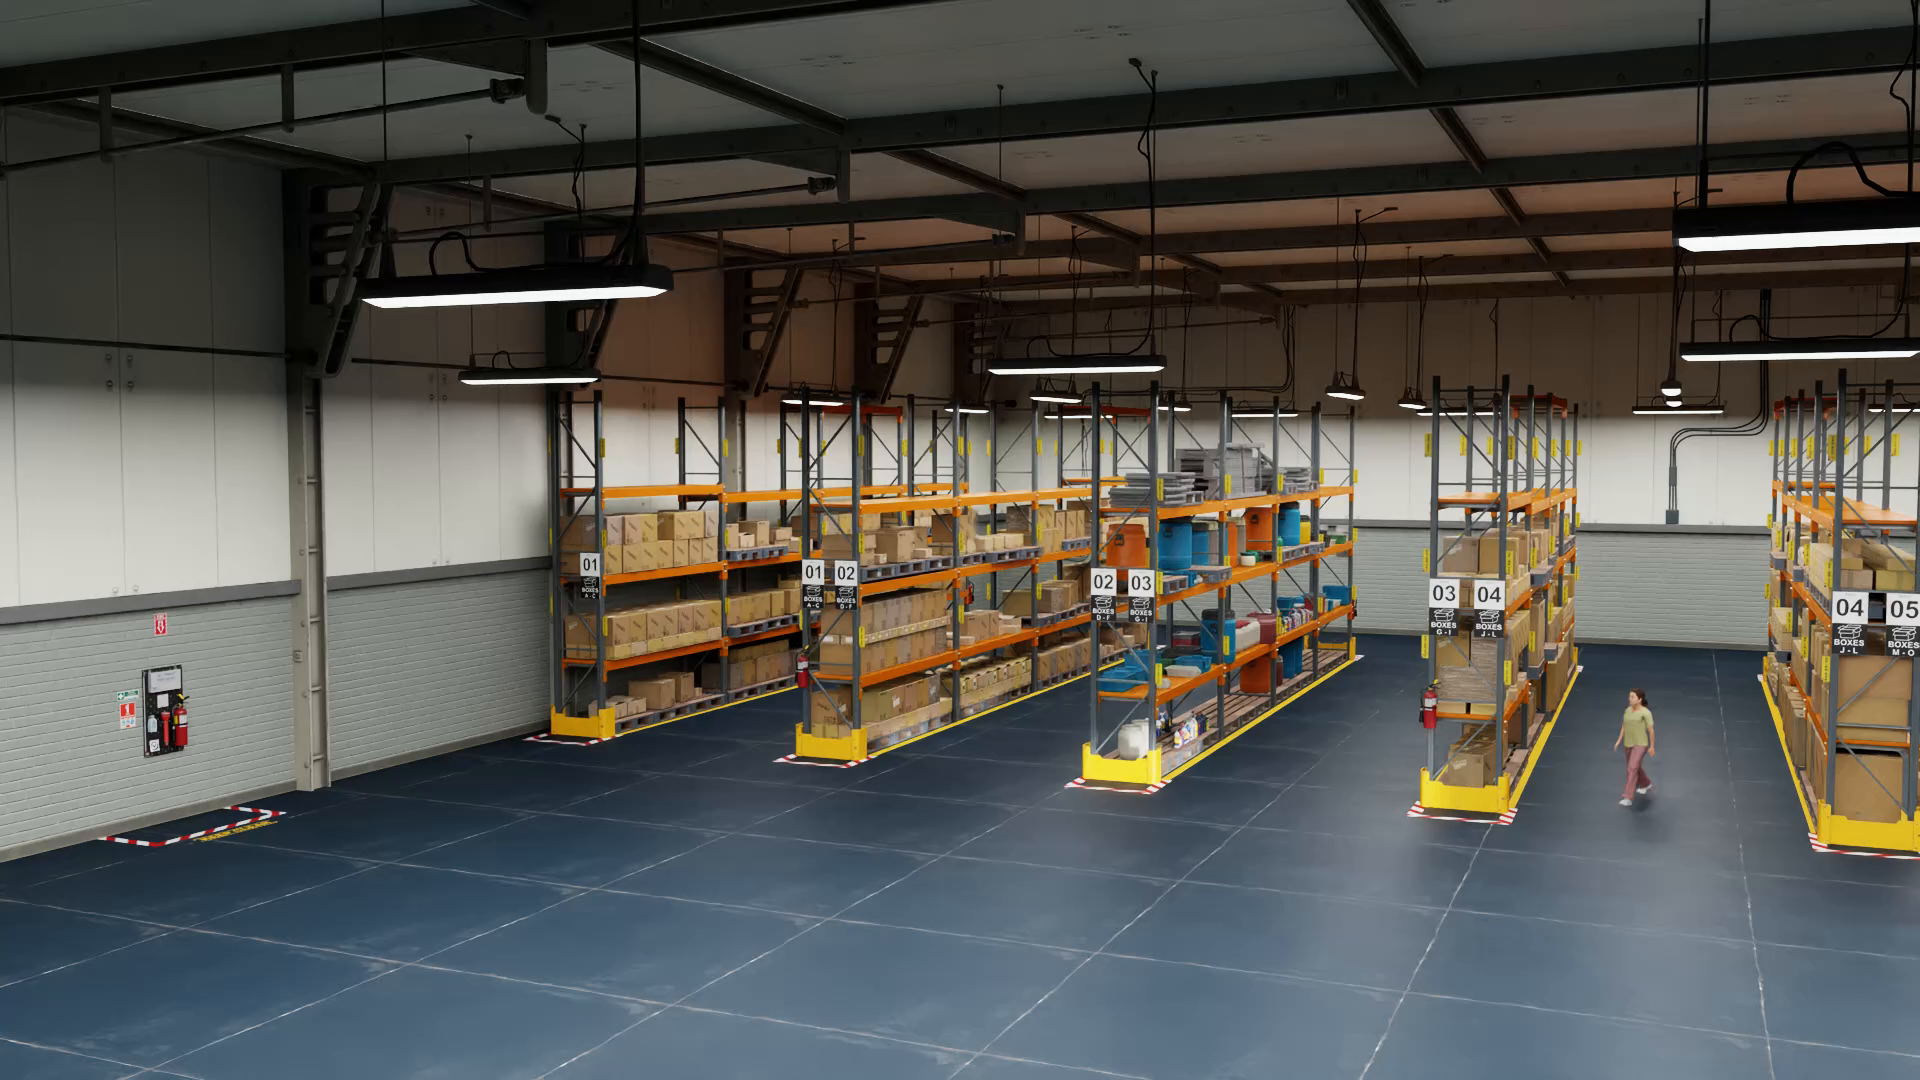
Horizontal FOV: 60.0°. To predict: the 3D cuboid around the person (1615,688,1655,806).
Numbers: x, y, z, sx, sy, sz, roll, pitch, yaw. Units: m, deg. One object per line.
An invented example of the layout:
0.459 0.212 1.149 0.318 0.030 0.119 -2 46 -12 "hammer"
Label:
9.533 2.883 23.419 1.066 1.615 0.512 -3 4 -39 "person"
